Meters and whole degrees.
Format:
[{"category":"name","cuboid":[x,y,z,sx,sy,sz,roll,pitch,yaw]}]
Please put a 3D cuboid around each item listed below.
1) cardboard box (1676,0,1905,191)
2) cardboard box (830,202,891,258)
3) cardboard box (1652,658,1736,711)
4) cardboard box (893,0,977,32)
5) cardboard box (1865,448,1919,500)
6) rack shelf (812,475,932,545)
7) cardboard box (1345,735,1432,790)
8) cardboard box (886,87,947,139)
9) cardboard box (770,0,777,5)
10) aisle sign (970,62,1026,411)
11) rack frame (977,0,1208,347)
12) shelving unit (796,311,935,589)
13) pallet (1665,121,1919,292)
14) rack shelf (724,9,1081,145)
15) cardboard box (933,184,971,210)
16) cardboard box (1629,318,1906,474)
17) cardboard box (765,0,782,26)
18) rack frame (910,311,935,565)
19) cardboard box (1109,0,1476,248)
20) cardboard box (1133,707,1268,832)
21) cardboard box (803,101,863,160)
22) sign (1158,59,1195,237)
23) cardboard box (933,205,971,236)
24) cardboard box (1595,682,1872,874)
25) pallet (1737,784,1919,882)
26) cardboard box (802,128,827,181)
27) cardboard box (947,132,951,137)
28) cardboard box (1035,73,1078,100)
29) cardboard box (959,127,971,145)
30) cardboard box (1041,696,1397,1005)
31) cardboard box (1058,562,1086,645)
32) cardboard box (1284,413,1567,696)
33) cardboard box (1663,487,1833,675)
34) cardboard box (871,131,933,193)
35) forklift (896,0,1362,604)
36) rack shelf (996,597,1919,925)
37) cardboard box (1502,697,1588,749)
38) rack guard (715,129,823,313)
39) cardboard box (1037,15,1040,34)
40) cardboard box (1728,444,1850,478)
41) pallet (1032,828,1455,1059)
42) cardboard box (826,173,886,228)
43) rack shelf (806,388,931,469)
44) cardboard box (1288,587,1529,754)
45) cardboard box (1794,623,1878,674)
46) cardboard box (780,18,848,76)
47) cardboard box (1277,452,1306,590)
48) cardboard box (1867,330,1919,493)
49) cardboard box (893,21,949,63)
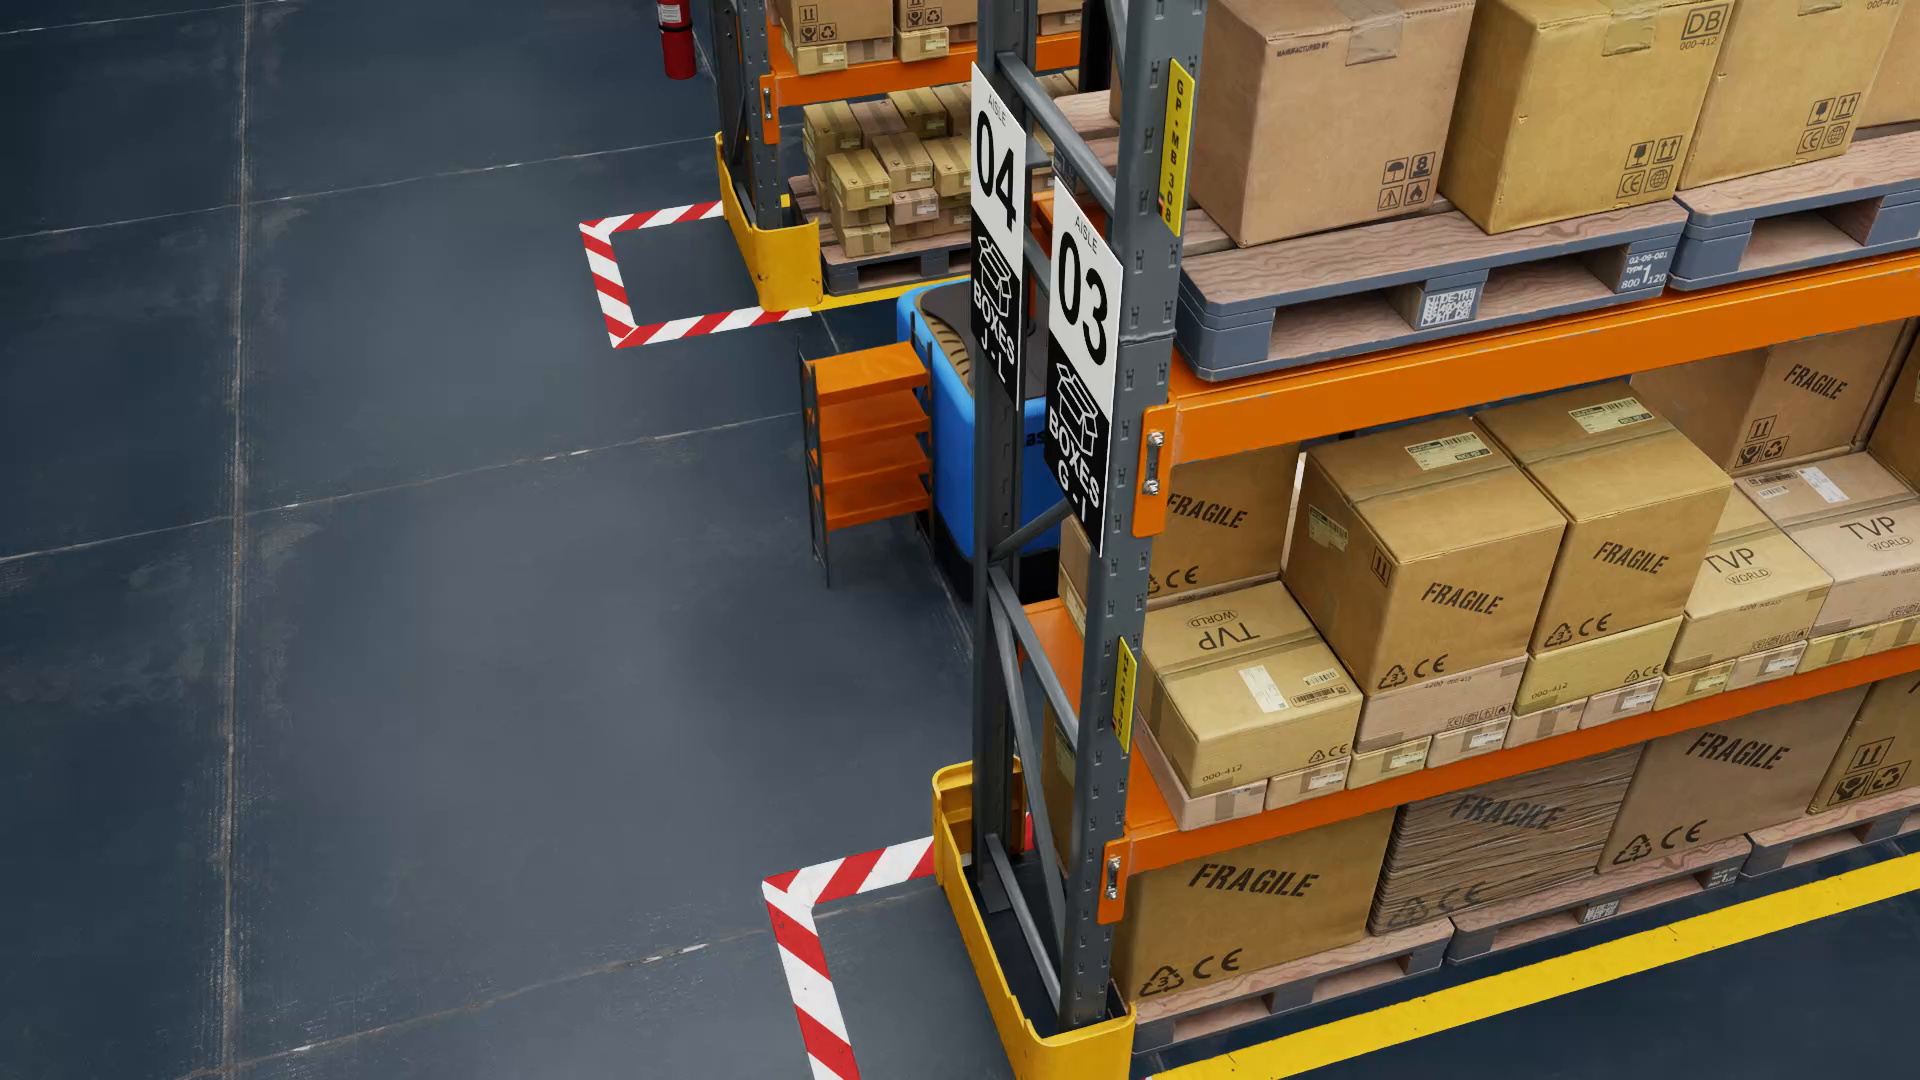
[{"category":"cardboard box","cuboid":[1.780,-1.271,4.023,0.500,0.500,0.700,-14,43,-16]},{"category":"cardboard box","cuboid":[-0.549,-1.723,9.140,0.250,0.149,0.380,-11,42,-12]},{"category":"cardboard box","cuboid":[2.153,0.323,5.141,0.250,0.149,0.380,-13,43,-14]},{"category":"cardboard box","cuboid":[-0.131,-2.923,8.363,0.500,0.500,0.500,-12,42,-13]},{"category":"cardboard box","cuboid":[3.229,-0.094,5.315,0.500,0.250,0.500,-10,42,-12]},{"category":"rack shelf","cuboid":[-0.388,-0.163,7.278,0.480,0.148,0.258,-13,43,-15]},{"category":"cardboard box","cuboid":[1.175,0.526,4.909,0.250,0.149,0.380,-13,43,-14]},{"category":"cardboard box","cuboid":[-0.250,-2.453,9.523,0.250,0.149,0.380,-13,43,-14]},{"category":"cardboard box","cuboid":[-0.793,-3.136,8.607,0.500,0.500,0.500,-11,42,-12]},{"category":"aisle sign","cuboid":[0.090,-0.756,4.210,0.004,0.787,0.394,-12,42,-13]},{"category":"rack frame","cuboid":[0.249,-1.863,2.892,0.127,3.000,1.000,-12,42,-13]},{"category":"shelving unit","cuboid":[-0.388,-0.363,7.103,0.503,1.200,0.258,-13,43,-15]},{"category":"pallet","cuboid":[2.119,-1.096,4.362,1.213,0.211,1.003,-12,42,-13]},{"category":"rack shelf","cuboid":[0.763,-2.860,9.140,4.000,0.370,1.077,-12,42,-13]},{"category":"cardboard box","cuboid":[-0.083,-1.998,9.228,0.250,0.149,0.380,-11,42,-13]},{"category":"cardboard box","cuboid":[2.564,-0.599,5.324,0.500,0.500,0.500,-13,43,-14]},{"category":"cardboard box","cuboid":[-0.919,-2.883,8.811,0.250,0.149,0.380,-12,42,-13]},{"category":"rack frame","cuboid":[-0.159,-0.417,7.165,0.015,1.200,0.240,-13,43,-15]},{"category":"cardboard box","cuboid":[0.729,-1.103,3.831,0.500,0.500,0.700,-14,43,-16]},{"category":"cardboard box","cuboid":[0.687,0.628,4.792,0.250,0.149,0.380,-11,42,-13]},{"category":"cardboard box","cuboid":[-0.716,-2.308,9.357,0.250,0.149,0.380,-11,42,-13]},{"category":"sign","cuboid":[0.410,-0.743,3.165,0.005,0.325,0.100,-12,42,-13]},{"category":"cardboard box","cuboid":[-0.089,-1.880,9.319,0.250,0.149,0.380,-11,42,-13]},{"category":"cardboard box","cuboid":[2.552,0.506,6.036,0.875,0.875,0.875,-12,42,-13]},{"category":"pallet","cuboid":[3.315,0.757,6.572,1.213,0.211,1.003,-12,42,-13]},{"category":"cardboard box","cuboid":[-0.727,-2.216,9.478,0.250,0.149,0.380,-13,43,-14]},{"category":"cardboard box","cuboid":[0.055,-2.308,9.583,0.250,0.149,0.380,-12,43,-14]},{"category":"cardboard box","cuboid":[0.540,-2.535,9.616,0.250,0.149,0.380,-13,43,-14]},{"category":"cardboard box","cuboid":[0.174,-2.135,9.159,0.250,0.149,0.380,-14,43,-15]},{"category":"cardboard box","cuboid":[0.835,0.862,5.629,0.875,0.875,0.875,-12,42,-13]},{"category":"cardboard box","cuboid":[0.490,0.214,5.265,0.250,0.149,0.380,-11,42,-12]},{"category":"cardboard box","cuboid":[1.265,0.034,4.598,0.500,0.500,0.500,-13,43,-14]},{"category":"cardboard box","cuboid":[2.258,0.105,5.087,0.500,0.250,0.500,-12,43,-14]},{"category":"cardboard box","cuboid":[-0.316,-2.065,9.079,0.250,0.149,0.380,-11,42,-12]},{"category":"forklift","cuboid":[1.283,-1.405,6.980,3.031,2.935,1.130,-13,43,-15]},{"category":"rack shelf","cuboid":[2.156,0.272,5.555,4.000,0.370,1.077,-12,42,-13]},{"category":"cardboard box","cuboid":[1.666,0.424,5.025,0.250,0.149,0.380,-12,43,-14]},{"category":"rack guard","cuboid":[-1.072,-1.810,9.291,0.348,0.500,1.175,-12,42,-13]},{"category":"cardboard box","cuboid":[0.238,-2.771,8.682,0.250,0.149,0.380,-12,43,-13]},{"category":"cardboard box","cuboid":[2.569,-0.320,5.574,0.500,0.250,0.500,-11,42,-12]},{"category":"pallet","cuboid":[0.988,1.240,6.020,1.213,0.211,1.003,-12,42,-13]},{"category":"cardboard box","cuboid":[-0.568,-1.875,9.087,0.250,0.149,0.380,-10,42,-11]},{"category":"rack shelf","cuboid":[-0.388,-0.481,7.000,0.480,0.148,0.258,-13,43,-15]},{"category":"cardboard box","cuboid":[1.282,0.309,4.854,0.500,0.250,0.500,-12,43,-14]},{"category":"cardboard box","cuboid":[2.646,0.221,5.258,0.250,0.149,0.380,-12,43,-14]},{"category":"cardboard box","cuboid":[-0.737,-2.500,8.372,0.250,0.149,0.380,-12,43,-13]},{"category":"cardboard box","cuboid":[1.115,-0.021,5.232,0.500,0.250,0.500,-12,43,-14]},{"category":"cardboard box","cuboid":[3.227,-0.377,5.069,0.500,0.500,0.500,-11,42,-13]},{"category":"cardboard box","cuboid":[-0.234,-2.596,8.482,0.250,0.149,0.380,-13,43,-14]}]
